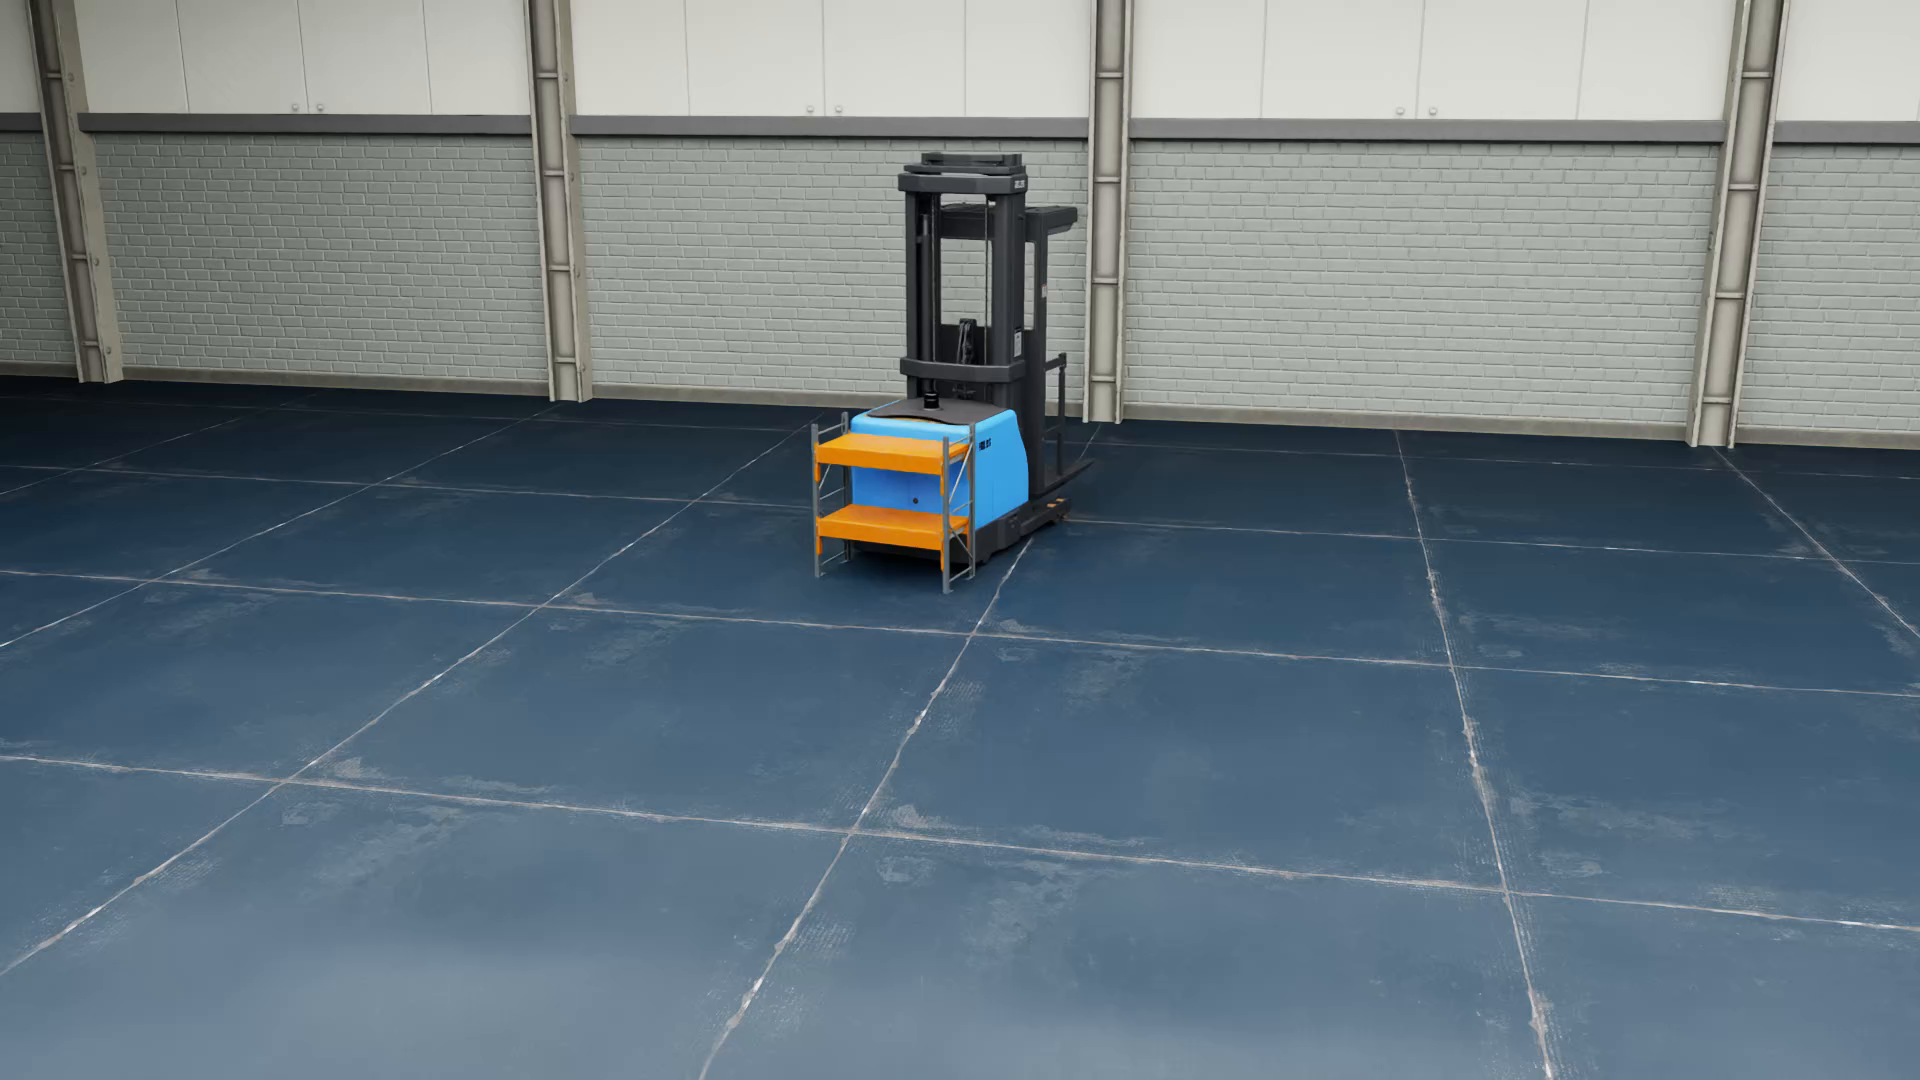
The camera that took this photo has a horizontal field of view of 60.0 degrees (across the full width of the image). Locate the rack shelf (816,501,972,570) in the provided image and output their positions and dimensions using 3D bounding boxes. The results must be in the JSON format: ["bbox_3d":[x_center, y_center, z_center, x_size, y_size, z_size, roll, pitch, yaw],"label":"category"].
[{"bbox_3d":[-0.468,-0.039,11.942,1.000,0.278,0.538,7,17,23],"label":"rack shelf"}]

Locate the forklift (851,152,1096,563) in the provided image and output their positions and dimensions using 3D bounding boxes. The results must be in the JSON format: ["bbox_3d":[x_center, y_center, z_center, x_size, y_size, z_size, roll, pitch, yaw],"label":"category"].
[{"bbox_3d":[0.260,-1.588,13.233,1.130,2.935,3.031,7,17,24],"label":"forklift"}]

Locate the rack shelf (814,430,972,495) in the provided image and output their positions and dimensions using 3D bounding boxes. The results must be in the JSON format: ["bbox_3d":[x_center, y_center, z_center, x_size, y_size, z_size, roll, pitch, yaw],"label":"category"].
[{"bbox_3d":[-0.468,-0.557,11.799,1.000,0.278,0.538,7,17,23],"label":"rack shelf"}]

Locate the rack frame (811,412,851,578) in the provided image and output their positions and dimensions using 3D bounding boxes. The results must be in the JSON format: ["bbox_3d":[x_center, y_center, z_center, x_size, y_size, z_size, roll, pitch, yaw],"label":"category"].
[{"bbox_3d":[-0.933,-0.330,12.076,0.032,1.125,0.500,7,17,23],"label":"rack frame"}]

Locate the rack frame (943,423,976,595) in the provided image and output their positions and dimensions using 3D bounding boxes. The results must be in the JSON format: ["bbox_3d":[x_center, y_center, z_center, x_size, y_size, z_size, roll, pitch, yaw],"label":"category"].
[{"bbox_3d":[-0.004,-0.220,11.678,0.032,1.125,0.500,7,17,23],"label":"rack frame"}]

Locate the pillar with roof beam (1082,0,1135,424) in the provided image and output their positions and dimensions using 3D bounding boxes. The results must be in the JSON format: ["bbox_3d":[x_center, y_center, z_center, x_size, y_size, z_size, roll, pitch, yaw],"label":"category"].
[{"bbox_3d":[0.653,-4.476,12.294,0.400,9.000,9.100,3,16,11],"label":"pillar with roof beam"}]

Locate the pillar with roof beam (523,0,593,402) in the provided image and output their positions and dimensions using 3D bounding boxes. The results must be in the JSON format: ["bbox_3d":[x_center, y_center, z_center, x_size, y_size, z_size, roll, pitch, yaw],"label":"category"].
[{"bbox_3d":[-5.227,-4.795,13.447,0.400,9.000,9.100,3,16,11],"label":"pillar with roof beam"}]

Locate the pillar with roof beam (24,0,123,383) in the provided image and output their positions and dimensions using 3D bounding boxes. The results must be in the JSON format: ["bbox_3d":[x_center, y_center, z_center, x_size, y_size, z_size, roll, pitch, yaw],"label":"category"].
[{"bbox_3d":[-11.107,-5.115,14.599,0.400,9.000,9.100,3,16,11],"label":"pillar with roof beam"}]

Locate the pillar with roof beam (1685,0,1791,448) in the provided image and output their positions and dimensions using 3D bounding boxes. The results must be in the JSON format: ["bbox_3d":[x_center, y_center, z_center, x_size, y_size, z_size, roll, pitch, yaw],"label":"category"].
[{"bbox_3d":[6.532,-4.157,11.142,0.400,9.000,9.100,3,16,11],"label":"pillar with roof beam"}]

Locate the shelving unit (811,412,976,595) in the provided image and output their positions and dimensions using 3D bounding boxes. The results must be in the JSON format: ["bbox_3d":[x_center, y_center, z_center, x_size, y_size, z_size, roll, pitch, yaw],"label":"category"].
[{"bbox_3d":[-0.468,-0.275,11.877,1.048,1.125,0.538,7,17,23],"label":"shelving unit"}]
